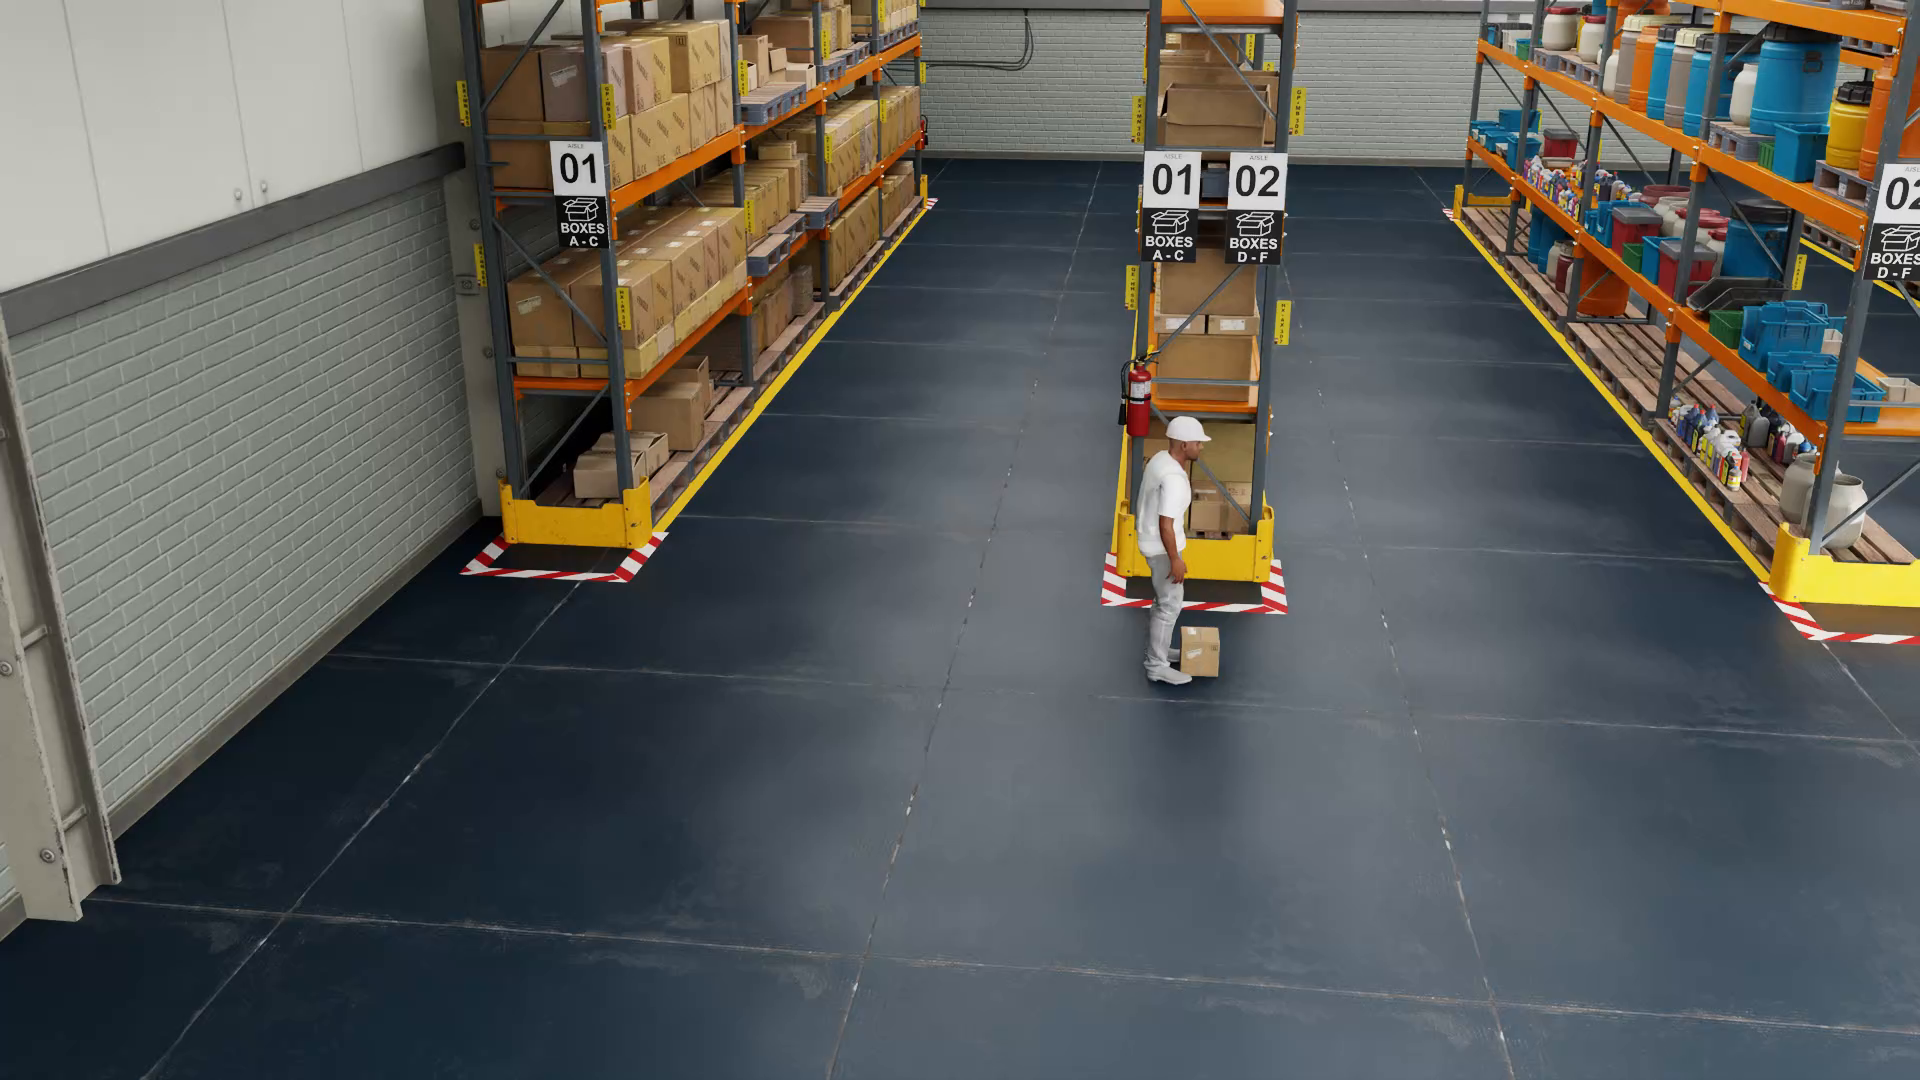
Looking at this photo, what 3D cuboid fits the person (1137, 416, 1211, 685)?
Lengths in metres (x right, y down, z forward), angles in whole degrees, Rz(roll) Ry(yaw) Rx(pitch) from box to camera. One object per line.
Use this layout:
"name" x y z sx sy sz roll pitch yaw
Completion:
"person" 1.387 0.039 10.954 0.457 1.761 0.638 2 21 4
